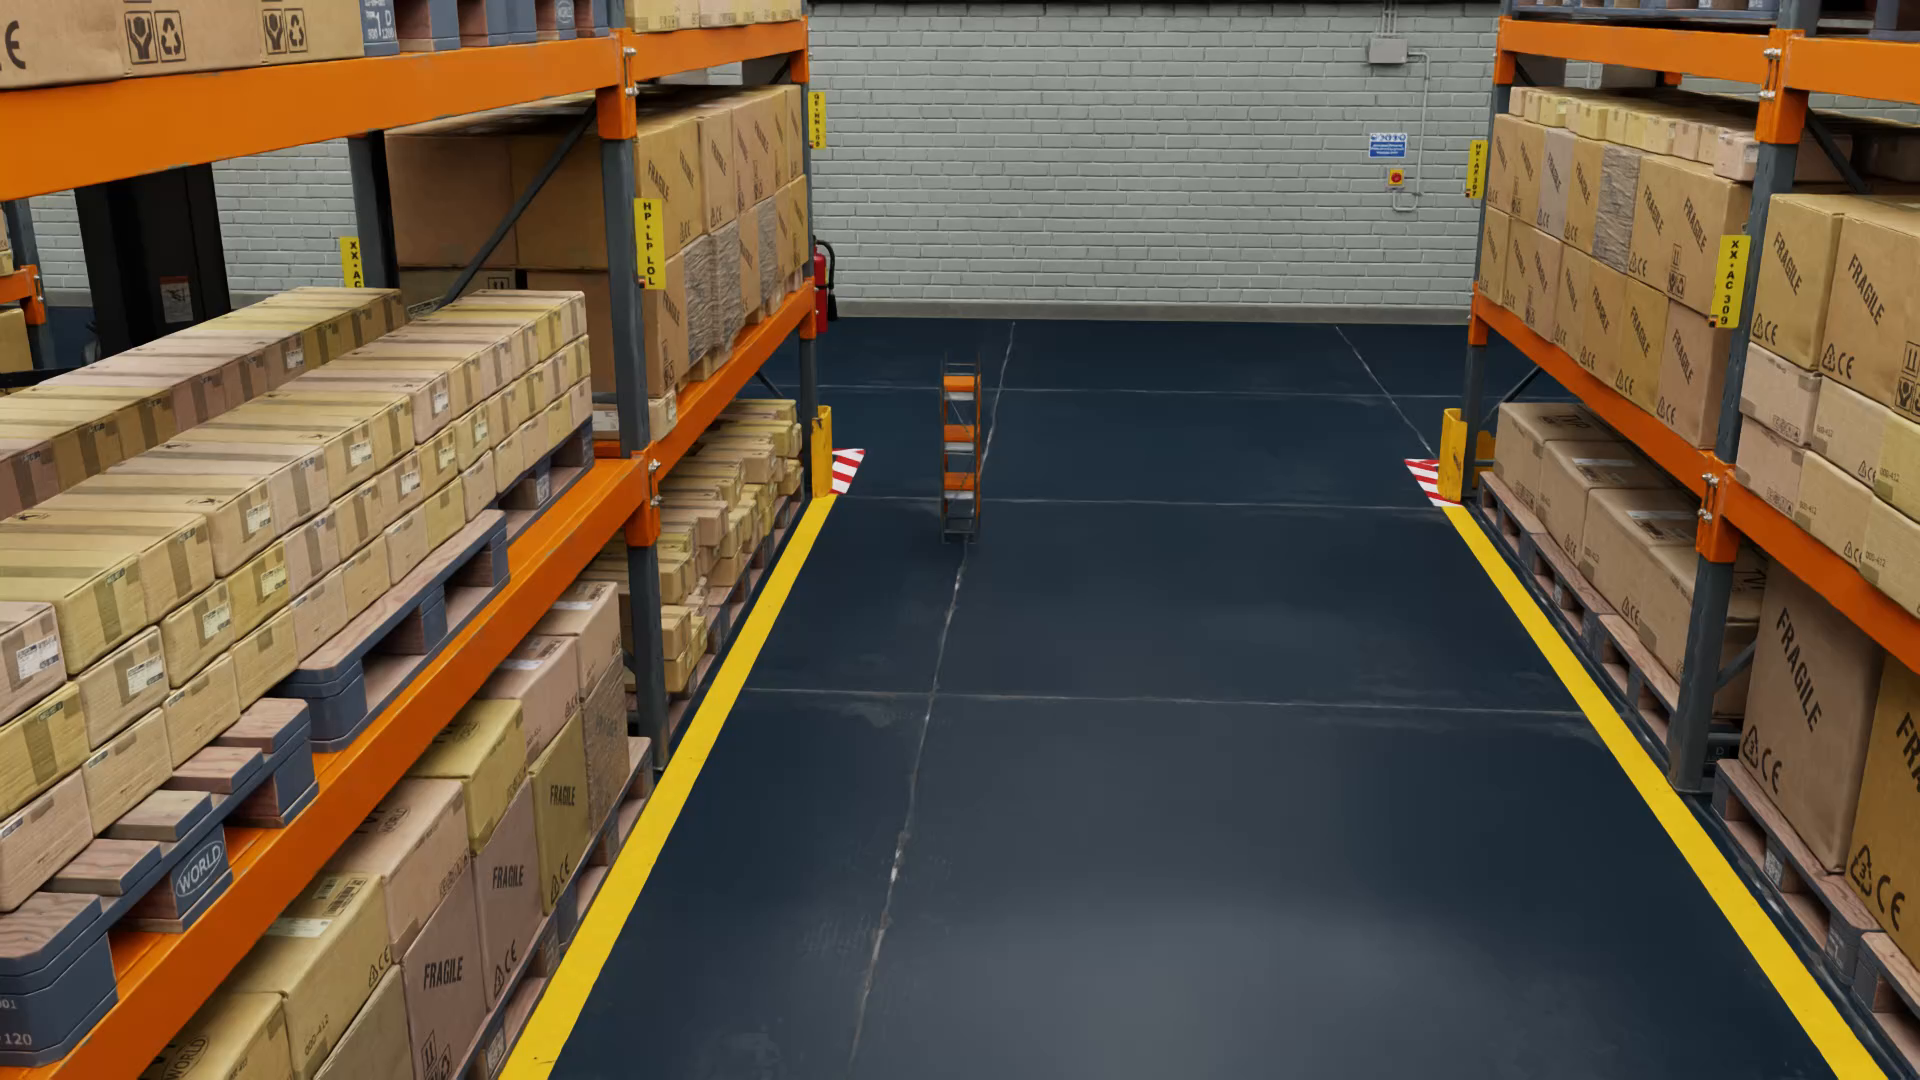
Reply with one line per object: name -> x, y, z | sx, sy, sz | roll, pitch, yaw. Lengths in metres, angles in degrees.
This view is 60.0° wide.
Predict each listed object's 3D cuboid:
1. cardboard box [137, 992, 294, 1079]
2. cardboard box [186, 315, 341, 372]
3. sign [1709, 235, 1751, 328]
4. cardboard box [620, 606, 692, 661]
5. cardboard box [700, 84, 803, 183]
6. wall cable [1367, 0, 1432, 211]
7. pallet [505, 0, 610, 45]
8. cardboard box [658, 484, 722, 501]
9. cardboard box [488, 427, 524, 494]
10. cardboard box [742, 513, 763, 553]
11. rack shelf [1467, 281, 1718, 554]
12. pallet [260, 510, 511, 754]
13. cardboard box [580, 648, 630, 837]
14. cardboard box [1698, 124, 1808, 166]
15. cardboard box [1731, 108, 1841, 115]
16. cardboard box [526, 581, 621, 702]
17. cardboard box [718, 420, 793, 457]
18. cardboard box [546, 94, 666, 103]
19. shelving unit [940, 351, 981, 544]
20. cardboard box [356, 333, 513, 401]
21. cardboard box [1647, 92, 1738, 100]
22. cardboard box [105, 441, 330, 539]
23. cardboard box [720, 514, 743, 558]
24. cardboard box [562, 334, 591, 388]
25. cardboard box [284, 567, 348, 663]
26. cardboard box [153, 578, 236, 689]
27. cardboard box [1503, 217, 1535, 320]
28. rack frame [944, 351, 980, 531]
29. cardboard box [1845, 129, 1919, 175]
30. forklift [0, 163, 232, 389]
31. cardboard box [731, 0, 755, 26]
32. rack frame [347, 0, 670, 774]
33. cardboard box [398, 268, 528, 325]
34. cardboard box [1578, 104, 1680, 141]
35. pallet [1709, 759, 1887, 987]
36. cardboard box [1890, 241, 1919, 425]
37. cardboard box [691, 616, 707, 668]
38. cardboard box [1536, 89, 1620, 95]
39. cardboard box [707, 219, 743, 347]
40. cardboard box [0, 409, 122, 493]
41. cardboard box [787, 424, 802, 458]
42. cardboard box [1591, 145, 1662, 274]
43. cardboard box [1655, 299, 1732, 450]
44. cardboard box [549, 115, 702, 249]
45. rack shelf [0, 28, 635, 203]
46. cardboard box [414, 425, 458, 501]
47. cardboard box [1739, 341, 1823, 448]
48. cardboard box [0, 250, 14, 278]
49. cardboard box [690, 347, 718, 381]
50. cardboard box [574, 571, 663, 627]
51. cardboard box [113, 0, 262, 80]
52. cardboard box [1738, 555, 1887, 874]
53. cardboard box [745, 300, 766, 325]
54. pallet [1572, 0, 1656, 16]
cardboard box -> -1.670, 1.136, 3.276 | 0.500, 0.250, 0.500 | 0, 18, 1
cardboard box -> -2.196, -0.614, 5.254 | 0.380, 0.149, 0.250 | 1, 18, 4
sign -> 2.717, -0.912, 5.870 | 0.100, 0.325, 0.005 | 1, 18, 4
cardboard box -> -1.329, 0.379, 6.877 | 0.380, 0.149, 0.250 | 2, 18, 6
cardboard box -> -1.172, -2.288, 9.346 | 0.500, 0.500, 0.500 | 1, 18, 3
wall cable -> 3.939, -3.943, 14.956 | 0.585, 1.953, 0.123 | 1, 18, 4
pallet -> -1.824, -1.677, 5.207 | 1.213, 0.211, 1.003 | 1, 18, 4
cardboard box -> -1.362, -0.169, 8.069 | 0.380, 0.149, 0.250 | 1, 18, 2
cardboard box -> -1.561, -0.246, 5.087 | 0.380, 0.149, 0.250 | 0, 18, 1
cardboard box -> -1.239, -0.045, 8.646 | 0.380, 0.149, 0.250 | 2, 18, 5
rack shelf -> 3.414, -0.730, 7.989 | 1.077, 0.370, 4.000 | 1, 18, 4
pallet -> -1.859, 0.188, 4.340 | 1.003, 0.211, 1.213 | 1, 18, 4
cardboard box -> -1.475, 0.694, 5.828 | 0.500, 0.500, 0.500 | 1, 18, 3
cardboard box -> 3.130, -1.541, 6.501 | 0.380, 0.149, 0.250 | 1, 18, 4
cardboard box -> 3.680, -1.846, 7.433 | 0.380, 0.149, 0.250 | 1, 18, 4
cardboard box -> -1.475, 0.339, 5.707 | 0.500, 0.250, 0.500 | 1, 18, 2
cardboard box -> -1.139, -0.570, 9.293 | 0.380, 0.149, 0.250 | 1, 18, 3
cardboard box -> -1.773, -1.985, 8.419 | 0.500, 0.500, 0.500 | 1, 18, 3
shelving unit -> 0.004, -0.516, 9.310 | 0.215, 1.050, 0.252 | 1, 18, 4
cardboard box -> -1.565, -0.518, 4.962 | 0.380, 0.149, 0.250 | 1, 18, 4
cardboard box -> 3.803, -2.247, 8.654 | 0.380, 0.149, 0.250 | 1, 18, 3
cardboard box -> -1.658, -0.116, 3.732 | 0.380, 0.149, 0.250 | 2, 18, 6
cardboard box -> -1.272, -0.024, 8.106 | 0.380, 0.149, 0.250 | 1, 18, 3
cardboard box -> -1.505, -0.623, 5.760 | 0.380, 0.149, 0.250 | 2, 18, 6
cardboard box -> -1.654, 0.164, 3.834 | 0.380, 0.149, 0.250 | 2, 18, 6
cardboard box -> -1.692, 0.178, 3.314 | 0.380, 0.149, 0.250 | 1, 18, 2
cardboard box -> 3.228, -1.440, 8.840 | 0.500, 0.500, 0.500 | 1, 18, 3
rack frame -> 0.013, -0.553, 9.426 | 0.200, 1.050, 0.008 | 1, 18, 4
cardboard box -> 3.555, -1.454, 6.234 | 0.380, 0.149, 0.250 | 2, 18, 5
forklift -> -3.854, -0.759, 7.033 | 3.031, 2.935, 1.130 | -9, 20, -26
cardboard box -> -1.252, -2.501, 7.663 | 0.500, 0.250, 0.500 | 2, 18, 6
rack frame -> -1.674, -0.530, 6.223 | 1.000, 3.000, 0.127 | 1, 18, 4
cardboard box -> -1.921, -0.875, 6.638 | 0.500, 0.500, 0.500 | 1, 18, 4
cardboard box -> 3.103, -1.939, 7.716 | 0.380, 0.149, 0.250 | 1, 18, 3
pallet -> 3.291, 1.116, 5.679 | 1.003, 0.211, 1.213 | 1, 18, 4
cardboard box -> 2.905, -0.529, 4.453 | 0.500, 0.500, 0.500 | 1, 18, 3
cardboard box -> -1.308, 0.437, 7.177 | 0.380, 0.149, 0.250 | 2, 18, 6
cardboard box -> 3.308, -2.337, 8.929 | 0.380, 0.149, 0.250 | 2, 18, 5
cardboard box -> -1.286, -1.176, 7.558 | 0.500, 0.500, 0.500 | 1, 18, 3
cardboard box -> -2.288, -0.214, 4.034 | 0.380, 0.149, 0.250 | 2, 18, 7
cardboard box -> -1.140, -0.588, 9.827 | 0.380, 0.149, 0.250 | 1, 18, 2
cardboard box -> 3.101, -1.442, 7.240 | 0.500, 0.500, 0.500 | 2, 18, 5
cardboard box -> 3.049, -0.648, 6.423 | 0.500, 0.500, 0.500 | 1, 18, 4
cardboard box -> -1.376, -1.490, 6.909 | 0.500, 0.500, 0.500 | 1, 18, 2
rack shelf -> -1.817, -0.992, 3.972 | 1.077, 0.370, 4.000 | 1, 18, 4
cardboard box -> -1.596, -0.214, 4.510 | 0.380, 0.149, 0.250 | 1, 18, 4
cardboard box -> 2.958, -0.487, 5.529 | 0.500, 0.250, 0.500 | 1, 18, 2
cardboard box -> -6.024, -1.677, 10.127 | 0.380, 0.149, 0.250 | 2, 18, 5
cardboard box -> -1.307, -0.818, 7.506 | 0.380, 0.149, 0.250 | 2, 18, 5
cardboard box -> -1.442, 0.240, 6.821 | 0.380, 0.149, 0.250 | 2, 18, 6
cardboard box -> -1.625, -1.087, 2.946 | 0.500, 0.500, 0.500 | 1, 18, 4
cardboard box -> 3.306, 0.554, 5.654 | 0.875, 0.875, 0.875 | 2, 18, 6
cardboard box -> -1.230, -1.230, 8.762 | 0.380, 0.149, 0.250 | 0, 18, 1
pallet -> 3.430, -2.466, 7.456 | 1.003, 0.211, 1.213 | 1, 18, 4
